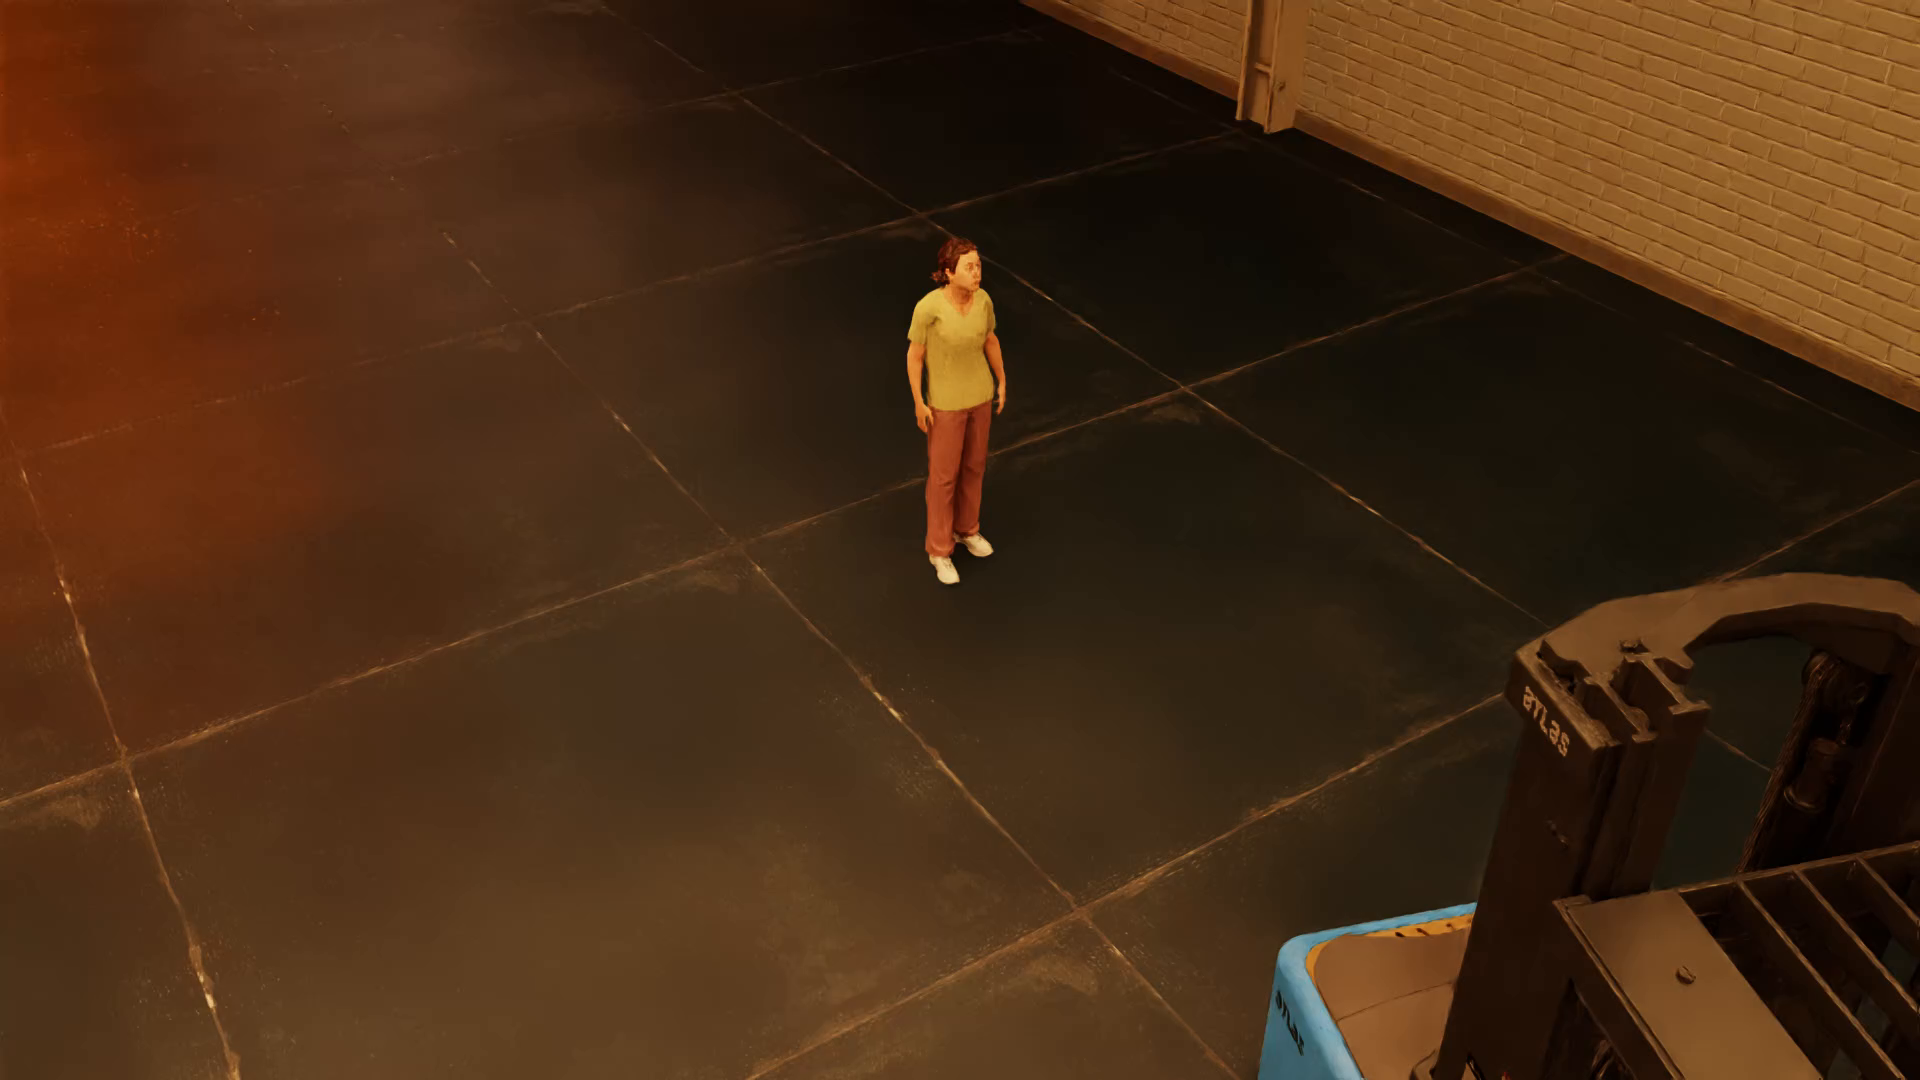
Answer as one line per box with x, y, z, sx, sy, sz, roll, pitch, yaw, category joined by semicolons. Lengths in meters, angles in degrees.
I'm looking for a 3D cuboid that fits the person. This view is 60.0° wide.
0.031;-0.652;8.156;0.554;1.674;0.548;-21;40;-27;person

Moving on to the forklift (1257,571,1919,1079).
1.785;1.663;3.780;1.130;2.935;3.031;-8;36;-11;forklift
